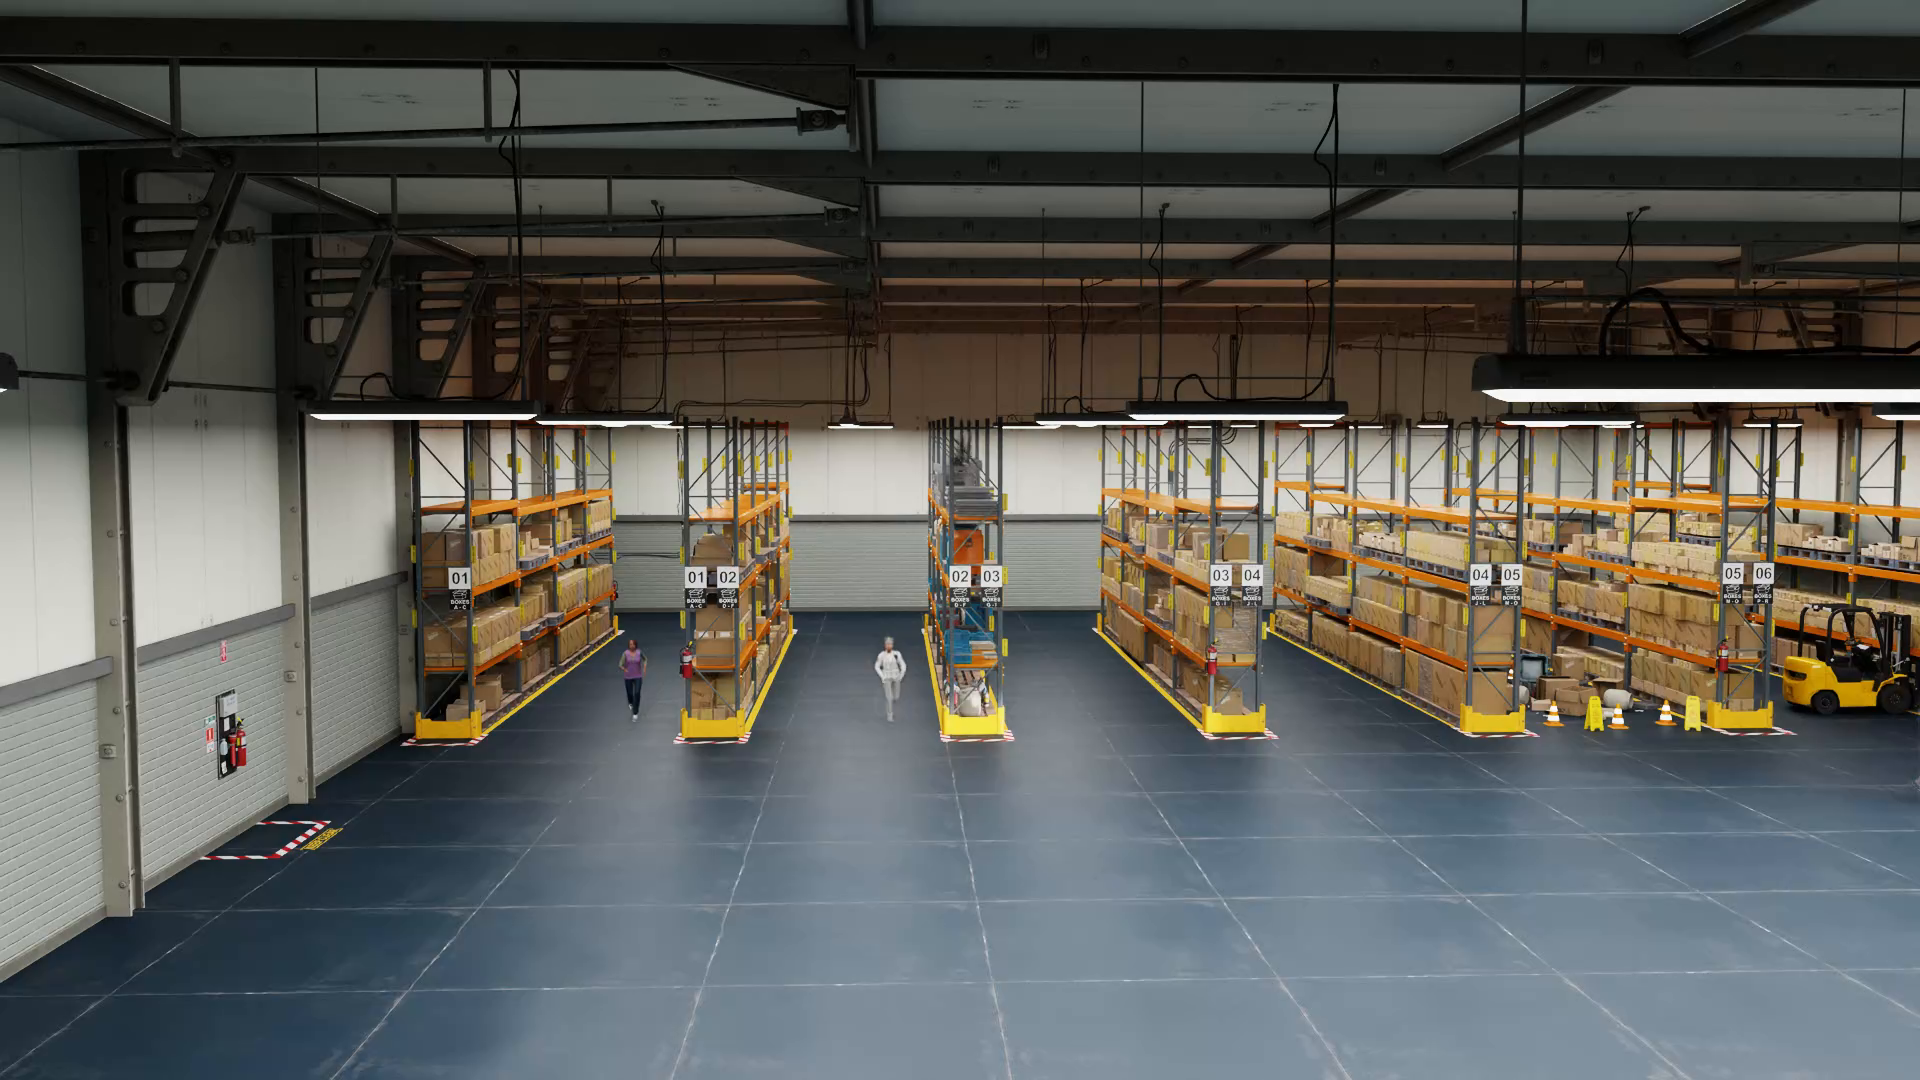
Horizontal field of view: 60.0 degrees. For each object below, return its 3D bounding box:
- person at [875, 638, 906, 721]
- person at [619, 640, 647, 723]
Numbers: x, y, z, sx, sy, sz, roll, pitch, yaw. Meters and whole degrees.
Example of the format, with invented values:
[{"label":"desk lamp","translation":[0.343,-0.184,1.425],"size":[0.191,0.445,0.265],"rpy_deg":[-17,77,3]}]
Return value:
[{"label":"person","translation":[-1.358,2.756,32.876],"size":[0.625,1.663,0.469],"rpy_deg":[-1,4,-10]},{"label":"person","translation":[-6.497,2.777,33.066],"size":[0.557,1.604,0.830],"rpy_deg":[-1,4,-11]}]
